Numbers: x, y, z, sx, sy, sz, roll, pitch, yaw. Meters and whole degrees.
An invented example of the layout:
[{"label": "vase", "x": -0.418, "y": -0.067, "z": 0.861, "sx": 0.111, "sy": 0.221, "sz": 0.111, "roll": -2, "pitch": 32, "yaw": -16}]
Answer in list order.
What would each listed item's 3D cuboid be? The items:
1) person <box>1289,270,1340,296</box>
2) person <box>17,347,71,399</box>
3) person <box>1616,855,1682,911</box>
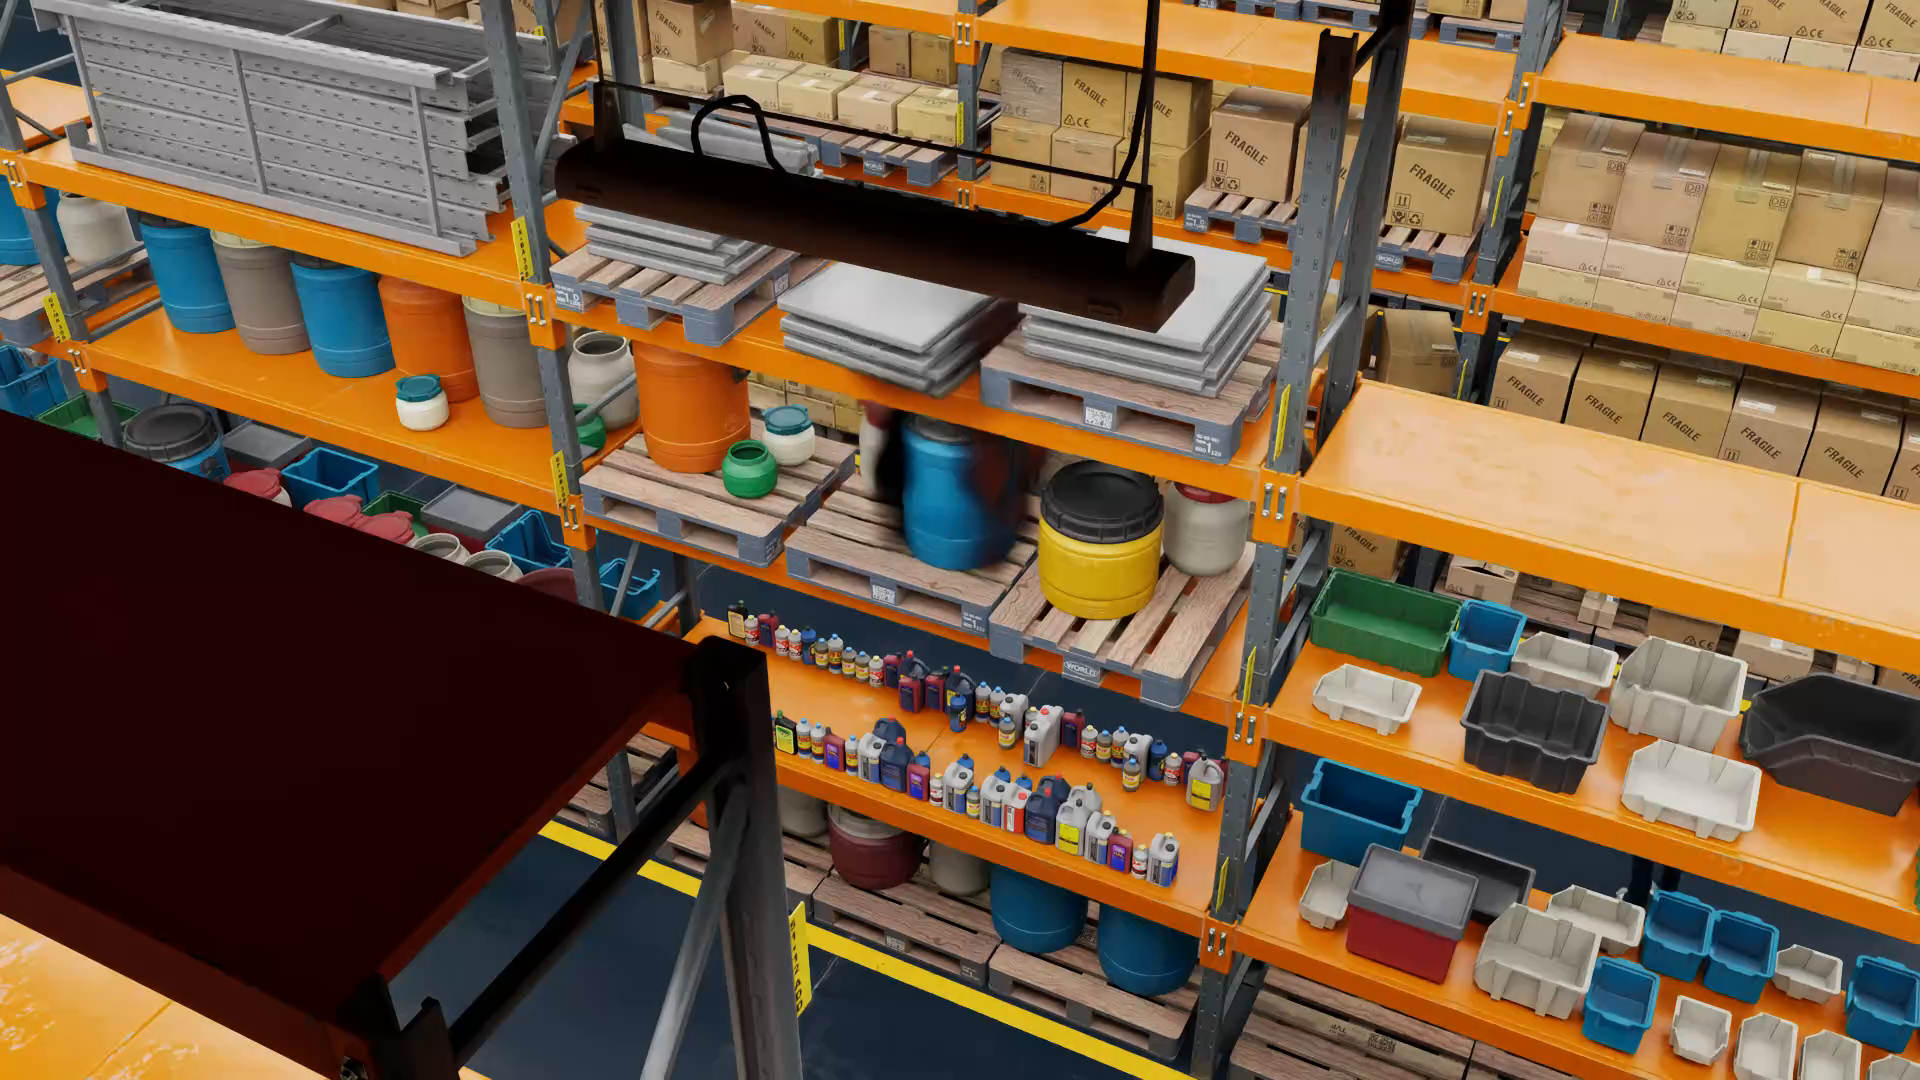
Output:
[{"label": "person", "x": 3.551, "y": -2.561, "z": 16.017, "sx": 0.621, "sy": 1.812, "sz": 0.663, "roll": -19, "pitch": 39, "yaw": -25}, {"label": "person", "x": -8.246, "y": -1.667, "z": 14.795, "sx": 0.470, "sy": 1.696, "sz": 0.413, "roll": 21, "pitch": 40, "yaw": 27}, {"label": "person", "x": 4.295, "y": 1.706, "z": 10.113, "sx": 0.501, "sy": 1.591, "sz": 0.386, "roll": -6, "pitch": 36, "yaw": -9}]
